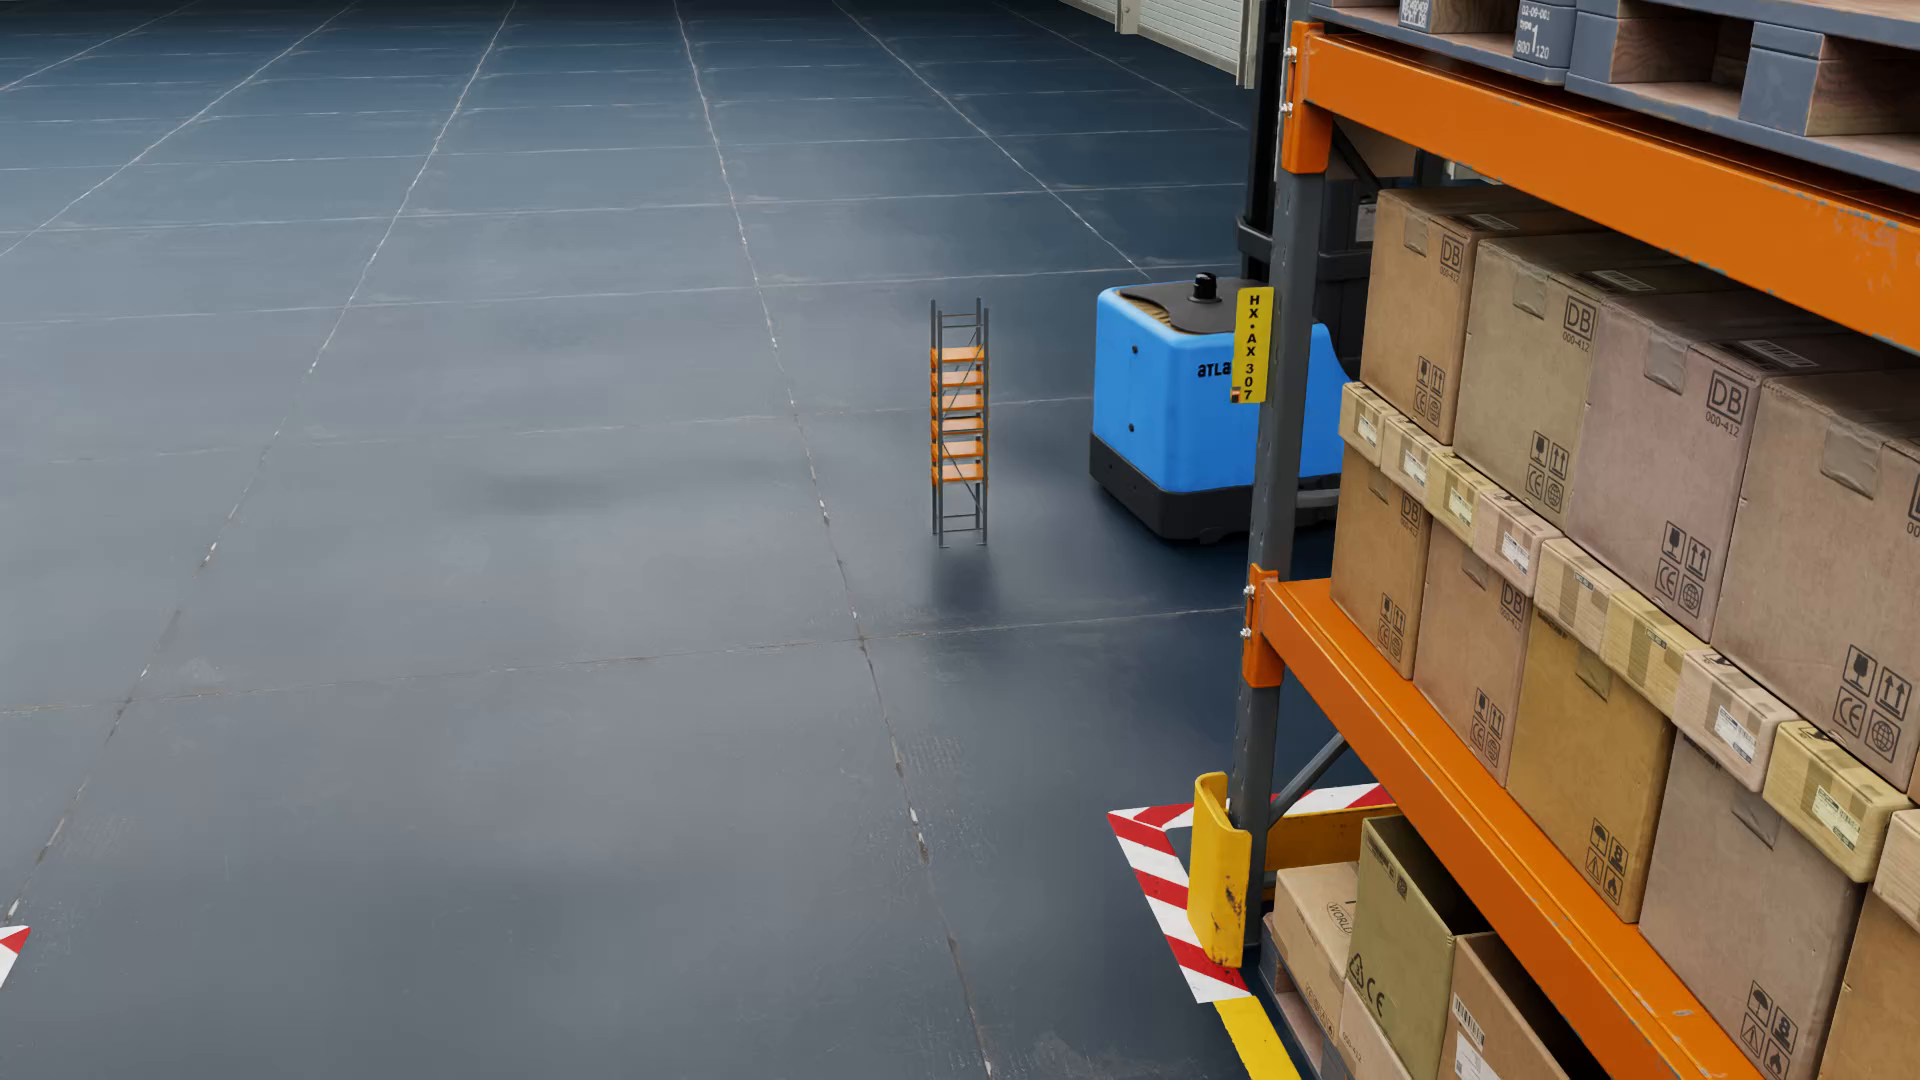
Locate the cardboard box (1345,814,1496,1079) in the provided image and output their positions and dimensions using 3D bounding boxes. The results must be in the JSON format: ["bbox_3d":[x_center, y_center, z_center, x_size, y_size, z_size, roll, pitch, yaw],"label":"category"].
[{"bbox_3d":[1.317,1.013,4.157,0.500,0.500,0.500,-4,24,-10],"label":"cardboard box"}]

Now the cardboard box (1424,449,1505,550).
[{"bbox_3d":[1.299,-0.106,3.809,0.380,0.149,0.250,-4,24,-10],"label":"cardboard box"}]

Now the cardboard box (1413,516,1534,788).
[{"bbox_3d":[1.518,0.210,3.897,0.700,0.500,0.500,-4,24,-8],"label":"cardboard box"}]

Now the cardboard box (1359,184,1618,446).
[{"bbox_3d":[1.426,-0.570,4.061,0.700,0.500,0.500,-4,24,-10],"label":"cardboard box"}]

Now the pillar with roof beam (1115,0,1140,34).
[{"bbox_3d":[-1.479,-12.163,24.855,9.100,9.000,0.400,-4,24,-10],"label":"pillar with roof beam"}]

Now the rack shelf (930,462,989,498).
[{"bbox_3d":[-0.003,-0.295,8.137,0.258,0.103,0.180,-4,24,-10],"label":"rack shelf"}]

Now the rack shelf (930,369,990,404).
[{"bbox_3d":[-0.003,-0.735,7.945,0.258,0.103,0.180,-4,24,-10],"label":"rack shelf"}]

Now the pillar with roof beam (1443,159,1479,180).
[{"bbox_3d":[0.739,-7.442,14.047,9.100,9.000,0.400,-4,24,-10],"label":"pillar with roof beam"}]

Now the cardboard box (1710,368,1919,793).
[{"bbox_3d":[1.715,0.032,2.684,0.700,0.500,0.500,-4,24,-10],"label":"cardboard box"}]

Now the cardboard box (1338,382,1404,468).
[{"bbox_3d":[1.203,-0.308,4.272,0.380,0.149,0.250,-4,24,-10],"label":"cardboard box"}]

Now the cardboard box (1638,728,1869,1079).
[{"bbox_3d":[1.705,0.612,2.975,0.700,0.500,0.500,-4,24,-8],"label":"cardboard box"}]

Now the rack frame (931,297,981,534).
[{"bbox_3d":[-0.020,-0.592,8.105,0.240,1.200,0.006,-4,24,-10],"label":"rack frame"}]

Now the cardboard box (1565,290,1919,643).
[{"bbox_3d":[1.622,-0.165,3.135,0.700,0.500,0.500,-4,24,-10],"label":"cardboard box"}]

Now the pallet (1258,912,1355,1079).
[{"bbox_3d":[1.525,1.440,4.688,1.003,0.211,1.213,-4,24,-10],"label":"pallet"}]

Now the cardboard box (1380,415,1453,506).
[{"bbox_3d":[1.255,-0.204,4.034,0.380,0.149,0.250,-5,24,-11],"label":"cardboard box"}]

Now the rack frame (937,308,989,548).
[{"bbox_3d":[0.014,-0.520,7.940,0.240,1.200,0.006,-4,24,-10],"label":"rack frame"}]

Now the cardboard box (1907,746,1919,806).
[{"bbox_3d":[1.807,0.228,2.234,0.700,0.500,0.500,-4,24,-10],"label":"cardboard box"}]

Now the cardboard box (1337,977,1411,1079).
[{"bbox_3d":[1.319,1.356,4.307,0.500,0.250,0.500,-4,24,-10],"label":"cardboard box"}]

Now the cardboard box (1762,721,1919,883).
[{"bbox_3d":[1.536,0.400,2.650,0.380,0.149,0.250,-4,24,-8],"label":"cardboard box"}]

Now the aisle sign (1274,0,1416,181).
[{"bbox_3d":[1.029,-1.330,4.298,0.394,0.787,0.004,-4,24,-10],"label":"aisle sign"}]

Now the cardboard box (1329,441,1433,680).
[{"bbox_3d":[1.416,0.004,4.369,0.700,0.500,0.500,-4,24,-10],"label":"cardboard box"}]

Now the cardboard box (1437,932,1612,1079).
[{"bbox_3d":[1.422,1.209,3.709,0.500,0.500,0.500,-4,24,-10],"label":"cardboard box"}]

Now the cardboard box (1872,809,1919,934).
[{"bbox_3d":[1.588,0.505,2.412,0.380,0.149,0.250,-4,24,-8],"label":"cardboard box"}]

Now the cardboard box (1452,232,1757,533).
[{"bbox_3d":[1.528,-0.364,3.589,0.700,0.500,0.500,-5,24,-11],"label":"cardboard box"}]

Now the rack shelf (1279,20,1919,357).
[{"bbox_3d":[1.712,-0.393,2.554,1.077,0.370,4.000,-4,24,-10],"label":"rack shelf"}]

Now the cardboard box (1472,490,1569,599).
[{"bbox_3d":[1.344,-0.007,3.582,0.380,0.149,0.250,-5,24,-11],"label":"cardboard box"}]

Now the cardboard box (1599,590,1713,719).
[{"bbox_3d":[1.443,0.199,3.112,0.380,0.149,0.250,-5,24,-10],"label":"cardboard box"}]

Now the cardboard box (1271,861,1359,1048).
[{"bbox_3d":[1.223,1.160,4.757,0.500,0.250,0.500,-4,24,-10],"label":"cardboard box"}]

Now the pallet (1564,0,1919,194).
[{"bbox_3d":[1.676,-0.708,2.487,1.003,0.211,1.213,-4,24,-10],"label":"pallet"}]

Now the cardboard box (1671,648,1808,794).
[{"bbox_3d":[1.486,0.297,2.887,0.380,0.149,0.250,-4,24,-9],"label":"cardboard box"}]

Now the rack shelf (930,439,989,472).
[{"bbox_3d":[-0.003,-0.405,8.089,0.258,0.103,0.180,-4,24,-10],"label":"rack shelf"}]

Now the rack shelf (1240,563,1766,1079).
[{"bbox_3d":[1.712,0.981,3.154,1.077,0.370,4.000,-4,24,-10],"label":"rack shelf"}]

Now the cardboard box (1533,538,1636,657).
[{"bbox_3d":[1.396,0.098,3.342,0.380,0.149,0.250,-5,24,-12],"label":"cardboard box"}]

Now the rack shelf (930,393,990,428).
[{"bbox_3d":[-0.003,-0.625,7.993,0.258,0.103,0.180,-4,24,-10],"label":"rack shelf"}]

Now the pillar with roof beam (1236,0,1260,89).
[{"bbox_3d":[-0.370,-9.802,19.451,9.100,9.000,0.400,-4,24,-10],"label":"pillar with roof beam"}]

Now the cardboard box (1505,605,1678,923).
[{"bbox_3d":[1.604,0.406,3.448,0.700,0.500,0.500,-4,24,-9],"label":"cardboard box"}]

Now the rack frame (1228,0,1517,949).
[{"bbox_3d":[1.342,-0.135,4.811,1.000,3.000,0.127,-4,24,-10],"label":"rack frame"}]

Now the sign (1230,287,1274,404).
[{"bbox_3d":[0.796,-0.529,4.534,0.100,0.325,0.005,-4,24,-10],"label":"sign"}]

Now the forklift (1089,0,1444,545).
[{"bbox_3d":[2.264,-1.659,8.386,3.031,2.935,1.130,-8,25,-17],"label":"forklift"}]

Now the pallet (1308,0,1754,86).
[{"bbox_3d":[1.447,-1.189,3.588,1.003,0.211,1.213,-4,24,-10],"label":"pallet"}]

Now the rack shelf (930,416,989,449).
[{"bbox_3d":[-0.003,-0.515,8.041,0.258,0.103,0.180,-4,24,-10],"label":"rack shelf"}]

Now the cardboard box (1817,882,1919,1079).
[{"bbox_3d":[1.801,0.814,2.514,0.700,0.500,0.500,-4,24,-9],"label":"cardboard box"}]

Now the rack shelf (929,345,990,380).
[{"bbox_3d":[-0.003,-0.845,7.897,0.258,0.103,0.180,-4,24,-10],"label":"rack shelf"}]

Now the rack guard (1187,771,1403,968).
[{"bbox_3d":[1.338,1.001,5.333,1.175,0.500,0.348,-4,24,-10],"label":"rack guard"}]

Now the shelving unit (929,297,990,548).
[{"bbox_3d":[-0.003,-0.556,8.023,0.258,1.200,0.189,-4,24,-10],"label":"shelving unit"}]
